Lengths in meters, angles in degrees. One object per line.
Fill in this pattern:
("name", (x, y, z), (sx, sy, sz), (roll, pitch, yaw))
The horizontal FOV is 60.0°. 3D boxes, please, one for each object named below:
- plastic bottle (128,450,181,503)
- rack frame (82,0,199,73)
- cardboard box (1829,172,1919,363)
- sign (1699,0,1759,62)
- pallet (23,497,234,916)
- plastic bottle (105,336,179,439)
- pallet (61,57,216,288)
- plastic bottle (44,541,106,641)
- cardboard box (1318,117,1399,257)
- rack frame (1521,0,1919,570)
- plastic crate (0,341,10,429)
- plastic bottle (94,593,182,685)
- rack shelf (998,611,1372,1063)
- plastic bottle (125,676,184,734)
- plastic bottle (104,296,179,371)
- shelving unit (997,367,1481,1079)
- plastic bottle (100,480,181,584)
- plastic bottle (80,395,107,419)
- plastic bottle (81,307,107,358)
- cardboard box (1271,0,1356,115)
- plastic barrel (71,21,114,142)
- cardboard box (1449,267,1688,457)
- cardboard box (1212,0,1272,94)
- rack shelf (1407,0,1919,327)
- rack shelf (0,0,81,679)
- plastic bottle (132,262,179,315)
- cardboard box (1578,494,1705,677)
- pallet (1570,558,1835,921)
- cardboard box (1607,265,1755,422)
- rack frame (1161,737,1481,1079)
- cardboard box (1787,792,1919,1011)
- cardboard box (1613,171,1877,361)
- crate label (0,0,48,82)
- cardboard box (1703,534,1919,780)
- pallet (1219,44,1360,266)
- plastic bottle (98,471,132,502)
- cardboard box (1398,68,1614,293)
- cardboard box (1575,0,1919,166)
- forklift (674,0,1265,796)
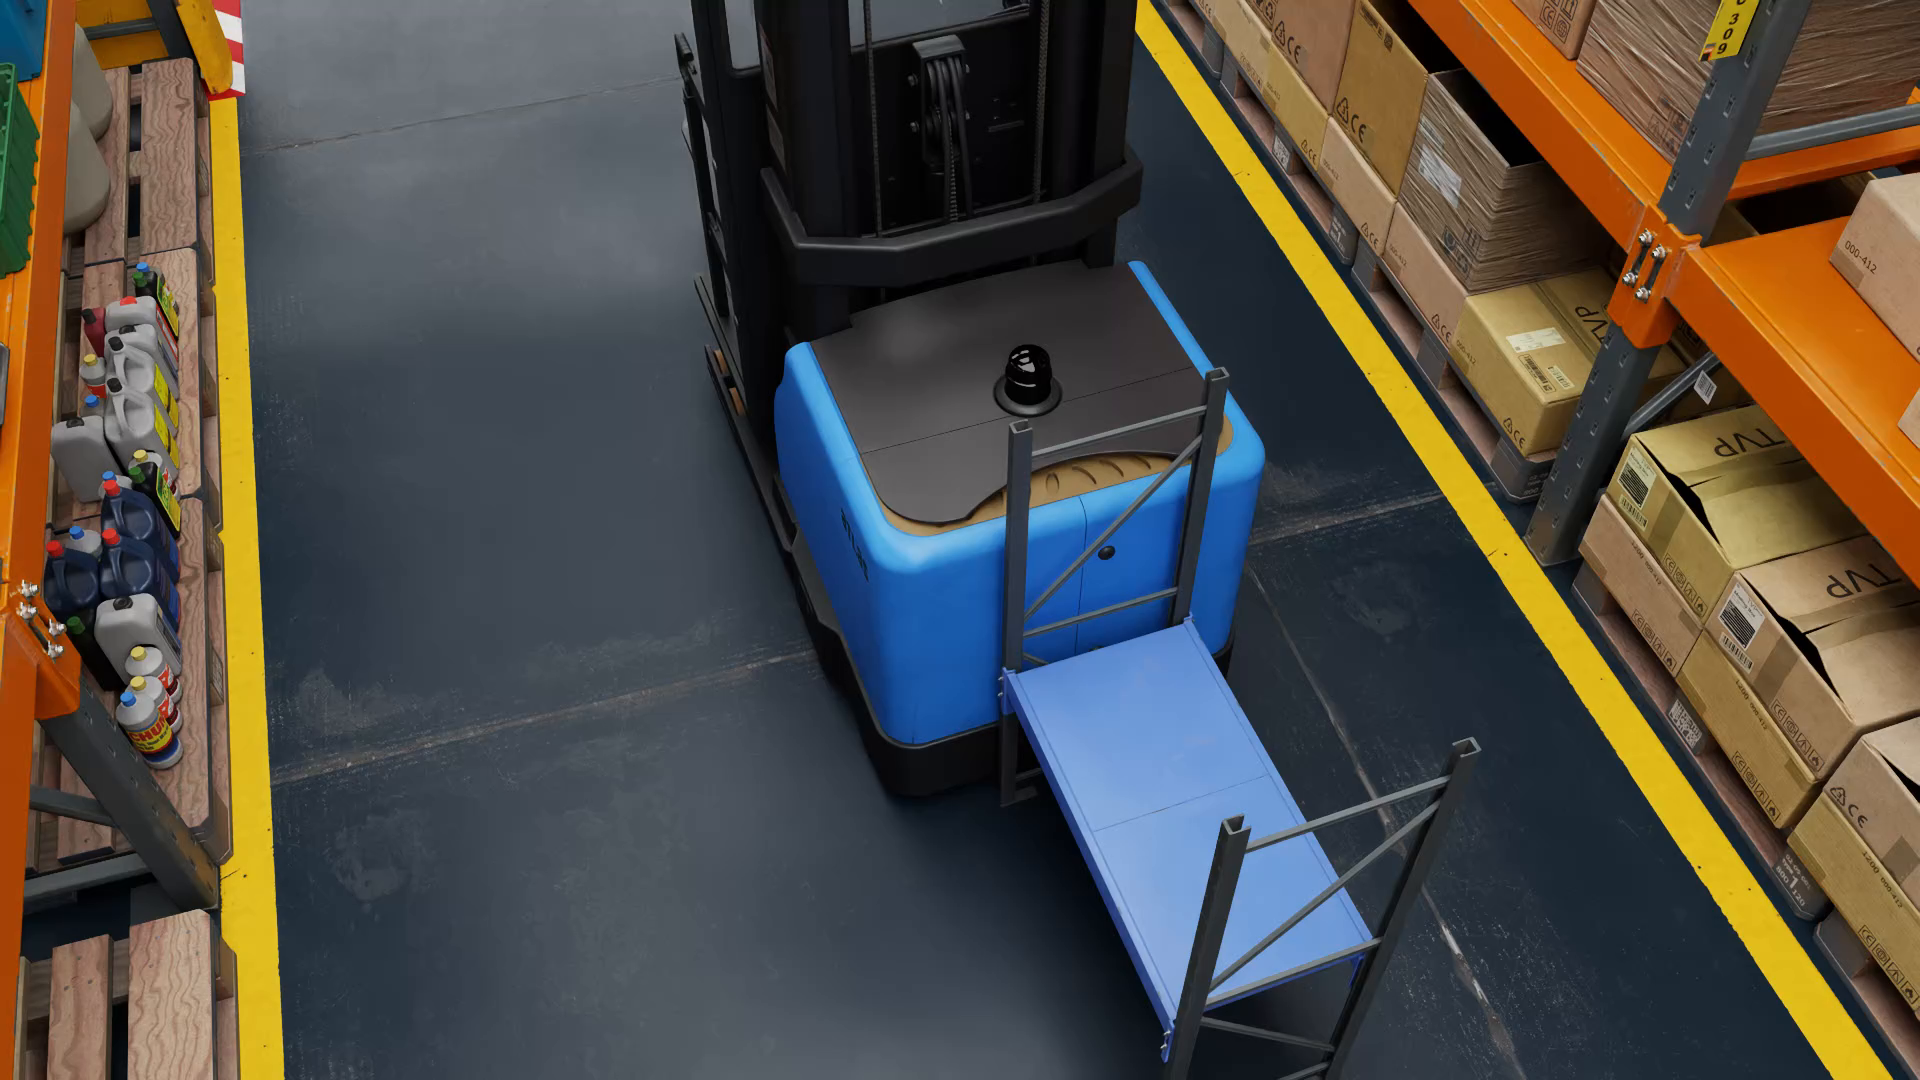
("plastic bottle", (-2.424, -0.189, 4.990), (0.097, 0.201, 0.097), (0, 50, 0))
("rack frame", (-3.647, -2.838, 5.680), (1.000, 3.000, 0.127), (-13, 51, -11))
("cardboard box", (2.456, -0.636, 3.922), (0.500, 0.250, 0.500), (-10, 51, -9))
("sign", (1.739, -1.212, 3.691), (0.100, 0.325, 0.005), (-13, 51, -11))
("pallet", (-2.623, 0.482, 4.705), (1.003, 0.211, 1.213), (-13, 51, -11))
("plastic bottle", (-2.543, -0.472, 5.131), (0.144, 0.351, 0.185), (-11, 51, -9))
("pallet", (-3.345, -1.300, 6.208), (1.003, 0.211, 1.213), (-13, 51, -11))
("plastic bottle", (-2.444, 0.145, 4.611), (0.144, 0.351, 0.185), (-13, 51, -11))
("cardboard box", (1.622, -1.301, 5.909), (0.500, 0.250, 0.500), (-13, 51, -11))
("rack frame", (2.269, -1.034, 4.159), (1.000, 3.000, 0.127), (-13, 51, -11))
("plastic crate", (-2.498, -0.307, 3.588), (0.767, 0.338, 0.504), (-13, 51, -11))
("plastic bottle", (-2.262, 0.258, 4.564), (0.152, 0.276, 0.135), (-12, 51, -10))
("rack shelf", (0.518, 0.665, 3.944), (0.538, 0.185, 1.000), (-16, 52, -13))
("plastic bottle", (-2.170, 0.438, 4.462), (0.097, 0.201, 0.097), (0, 50, 0))
("plastic bottle", (-2.637, -0.669, 5.346), (0.152, 0.276, 0.135), (-13, 51, -11))
("shelving unit", (0.518, 0.549, 3.806), (0.538, 1.500, 1.048), (-16, 52, -13))
("plastic bottle", (-2.362, -0.026, 4.754), (0.144, 0.351, 0.185), (-15, 52, -13))
("plastic bottle", (-2.646, -0.364, 5.138), (0.097, 0.201, 0.097), (0, 50, 0))
("plastic bottle", (-2.738, -0.647, 5.322), (0.061, 0.283, 0.133), (-13, 51, -11))
("cardboard box", (1.473, -1.908, 5.930), (0.500, 0.500, 0.500), (-13, 51, -11))
("plastic barrel", (-3.380, -1.708, 6.080), (0.421, 0.512, 0.421), (0, 50, 0))
("cardboard box", (1.923, -0.572, 5.294), (0.500, 0.250, 0.500), (-13, 51, -11))
("cardboard box", (1.331, -2.033, 6.525), (0.500, 0.250, 0.500), (-13, 51, -11))
("rack shelf", (1.677, -2.262, 5.666), (1.077, 0.370, 4.000), (-13, 51, -11))
("rack shelf", (-3.056, -1.145, 4.724), (1.077, 0.370, 4.000), (-13, 51, -11))
("plastic bottle", (-2.685, -0.835, 5.535), (0.097, 0.201, 0.097), (0, 50, 0))
("cardboard box", (2.151, 0.068, 4.755), (0.500, 0.250, 0.500), (-14, 51, -12))
("pallet", (2.524, 0.394, 4.779), (1.003, 0.211, 1.213), (-13, 51, -11))
("cardboard box", (2.421, -0.690, 5.393), (0.500, 0.250, 0.500), (-13, 51, -11))
("rack frame", (0.693, 0.914, 3.499), (0.500, 1.500, 0.032), (-16, 52, -13))
("cardboard box", (2.457, 0.819, 4.121), (0.500, 0.250, 0.500), (-15, 51, -12))
("cardboard box", (2.431, -0.934, 5.109), (0.500, 0.500, 0.500), (-13, 51, -11))
("crate label", (-2.845, -1.566, 4.585), (0.502, 0.435, 0.616), (-13, 51, -11))
("cardboard box", (2.296, 0.262, 4.225), (0.500, 0.311, 0.500), (-14, 51, -11))
("pallet", (1.709, -1.618, 6.476), (1.003, 0.211, 1.213), (-13, 51, -11))
("plastic bottle", (-2.442, -0.099, 4.868), (0.097, 0.271, 0.097), (0, 50, 0))
("cardboard box", (1.786, -1.181, 5.317), (0.500, 0.500, 0.500), (-13, 51, -11))
("cardboard box", (2.131, -1.388, 4.393), (0.700, 0.500, 0.500), (-15, 51, -12))
("forklift", (-0.216, -1.396, 4.510), (1.130, 2.935, 3.031), (-16, 52, -13))
